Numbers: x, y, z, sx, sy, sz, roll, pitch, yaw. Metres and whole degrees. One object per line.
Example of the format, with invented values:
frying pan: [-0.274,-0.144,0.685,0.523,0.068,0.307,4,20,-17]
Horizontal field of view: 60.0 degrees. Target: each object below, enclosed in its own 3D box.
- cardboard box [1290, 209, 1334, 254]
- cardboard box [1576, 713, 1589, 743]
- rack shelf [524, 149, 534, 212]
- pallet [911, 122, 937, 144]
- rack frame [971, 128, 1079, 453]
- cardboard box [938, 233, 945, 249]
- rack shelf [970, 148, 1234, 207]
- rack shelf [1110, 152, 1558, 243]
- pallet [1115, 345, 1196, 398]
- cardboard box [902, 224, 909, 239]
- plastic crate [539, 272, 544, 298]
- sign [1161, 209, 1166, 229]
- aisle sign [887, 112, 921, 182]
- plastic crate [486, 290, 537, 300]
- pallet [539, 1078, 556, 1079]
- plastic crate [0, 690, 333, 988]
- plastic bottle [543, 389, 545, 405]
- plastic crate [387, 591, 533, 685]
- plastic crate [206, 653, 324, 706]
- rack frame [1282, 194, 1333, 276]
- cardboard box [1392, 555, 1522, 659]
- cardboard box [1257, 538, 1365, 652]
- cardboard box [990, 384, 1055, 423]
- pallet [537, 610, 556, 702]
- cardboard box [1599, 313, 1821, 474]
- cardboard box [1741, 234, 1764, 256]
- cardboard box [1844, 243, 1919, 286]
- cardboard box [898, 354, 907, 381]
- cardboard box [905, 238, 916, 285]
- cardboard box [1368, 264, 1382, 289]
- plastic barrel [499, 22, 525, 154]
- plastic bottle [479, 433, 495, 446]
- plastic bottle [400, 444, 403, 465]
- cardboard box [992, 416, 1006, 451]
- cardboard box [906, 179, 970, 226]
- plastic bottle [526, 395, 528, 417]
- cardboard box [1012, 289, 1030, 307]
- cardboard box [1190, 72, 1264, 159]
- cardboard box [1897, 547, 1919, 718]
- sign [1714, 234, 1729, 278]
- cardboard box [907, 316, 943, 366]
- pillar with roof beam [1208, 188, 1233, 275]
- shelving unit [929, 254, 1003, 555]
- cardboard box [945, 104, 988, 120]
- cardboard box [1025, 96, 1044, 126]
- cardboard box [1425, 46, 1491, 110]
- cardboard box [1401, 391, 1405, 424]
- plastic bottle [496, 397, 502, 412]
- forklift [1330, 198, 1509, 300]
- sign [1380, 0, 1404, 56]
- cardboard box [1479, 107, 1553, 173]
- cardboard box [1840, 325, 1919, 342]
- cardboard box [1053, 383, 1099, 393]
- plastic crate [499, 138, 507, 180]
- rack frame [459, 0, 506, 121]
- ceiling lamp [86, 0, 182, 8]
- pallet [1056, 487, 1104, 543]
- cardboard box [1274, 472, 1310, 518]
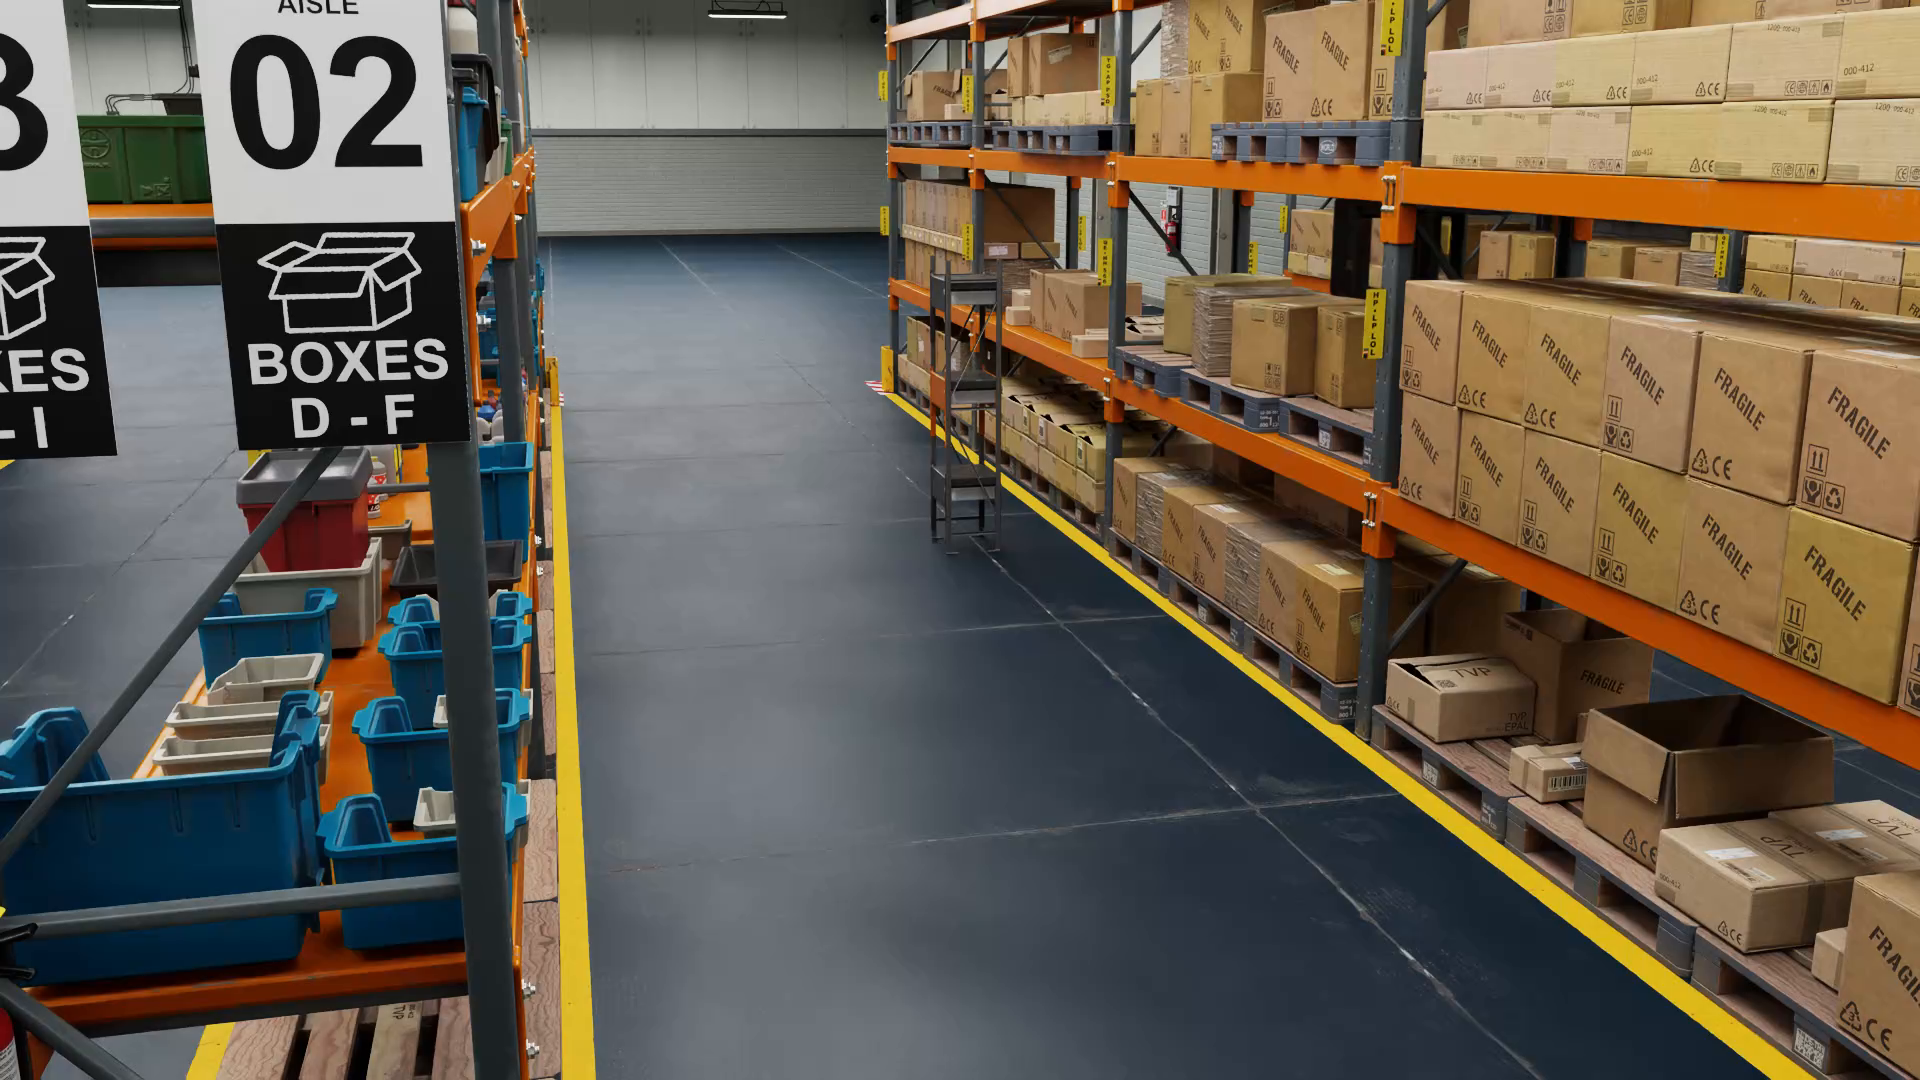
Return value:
cardboard box: [4.306,-3.706,19.969,0.500,0.500,0.500,-3,14,-13]
cardboard box: [3.046,0.884,7.569,0.380,0.149,0.250,-3,14,-13]
rack shelf: [-3.735,-2.703,12.365,1.077,0.370,4.000,-3,14,-13]
pallet: [0.103,-4.222,17.255,1.003,0.211,1.213,-3,14,-13]
rack frame: [0.611,-2.332,15.651,1.000,3.000,0.127,-3,14,-13]
cardboard box: [-0.023,-3.100,17.219,0.380,0.149,0.250,-3,14,-11]
rack shelf: [1.081,-2.978,13.492,1.077,0.370,4.000,-3,14,-13]
rack shelf: [2.020,-2.055,9.715,1.077,0.370,4.000,-3,14,-13]
pallet: [1.778,-1.163,11.272,1.213,0.211,1.003,-3,14,-13]
cardboard box: [-0.445,-3.516,18.919,0.380,0.149,0.250,-3,14,-14]
plastic crate: [-4.589,-2.658,17.300,0.499,0.251,0.408,-3,14,-13]
sign: [3.509,-5.525,28.647,0.001,0.329,0.234,-3,14,-13]
aisle sign: [-0.641,-4.515,19.111,0.394,0.787,0.004,-3,14,-13]
plastic crate: [-3.643,-1.812,13.555,0.392,0.384,0.575,-3,14,-13]
pallet: [-1.542,1.874,4.312,1.003,0.211,1.213,-3,14,-13]
plastic crate: [-1.646,0.599,3.455,0.616,0.435,0.499,-3,14,-13]
plastic bottle: [-4.241,-1.448,16.831,0.061,0.283,0.133,-3,14,-12]
plastic crate: [-1.504,0.316,5.041,0.416,0.233,0.300,-3,14,-13]
plastic crate: [-1.984,0.435,4.756,0.298,0.136,0.250,-3,14,-13]
rack frame: [4.486,-3.531,20.562,1.000,3.000,0.127,-3,14,-13]
cardboard box: [2.613,0.389,8.854,0.500,0.500,0.500,-4,14,-16]
cardboard box: [1.988,0.302,9.210,0.500,0.500,0.500,-3,14,-13]
cardboard box: [0.579,-1.247,14.940,0.500,0.311,0.500,-3,14,-14]
pallet: [-2.756,0.681,9.193,1.003,0.211,1.213,-3,14,-13]
cardboard box: [2.691,-0.539,5.997,0.500,0.500,0.500,-3,14,-11]
cardboard box: [6.255,-2.341,13.185,0.380,0.149,0.250,-5,15,-21]
cardboard box: [6.469,-1.895,11.403,0.500,0.250,0.500,-3,14,-13]
cardboard box: [-0.419,-1.987,19.147,0.500,0.250,0.500,-3,14,-13]
cardboard box: [-0.231,-3.195,18.972,0.700,0.500,0.500,-3,14,-13]
cardboard box: [4.777,-2.868,18.122,0.500,0.250,0.500,-3,14,-13]
plastic barrel: [-3.247,-3.036,11.157,0.600,0.901,0.600,0,14,0]
plastic bottle: [-2.103,-0.296,7.421,0.144,0.351,0.185,-3,14,-13]
plastic bottle: [-2.906,-0.518,8.497,0.097,0.271,0.097,0,14,0]
cardboard box: [0.584,-0.975,15.007,0.500,0.250,0.500,-3,14,-12]
cardboard box: [-0.219,-3.813,18.768,0.700,0.500,0.500,-3,14,-13]
plastic bottle: [-2.623,-0.819,9.879,0.097,0.201,0.097,0,14,0]
cardboard box: [0.769,-2.148,15.214,0.500,0.250,0.500,-2,14,-10]
cardboard box: [1.928,-2.578,10.129,0.910,0.500,0.500,-3,14,-13]
cardboard box: [3.060,0.300,4.669,0.500,0.500,0.500,-3,14,-11]
sign: [5.840,-2.177,12.747,0.100,0.325,0.005,-3,14,-13]
cardboard box: [-0.299,-2.236,18.586,0.500,0.500,0.500,-3,14,-13]
pillar with roof beam: [-0.102,-7.477,24.069,9.100,9.000,0.400,-3,14,-13]
shelving unit: [0.039,-0.982,12.022,0.431,2.100,0.503,-3,14,-13]
cardboard box: [0.062,-4.202,16.335,0.380,0.149,0.250,-3,14,-13]
cardboard box: [0.878,-3.651,14.161,0.500,0.250,0.500,-5,15,-19]
cardboard box: [2.363,-1.987,7.183,0.500,0.250,0.500,-3,14,-13]
cardboard box: [2.596,-0.860,8.533,0.700,0.500,0.500,-9,16,-32]
plastic bottle: [-2.415,-0.664,8.929,0.144,0.351,0.185,-3,14,-13]
forklift: [3.778,-1.806,13.643,1.130,2.935,3.031,-5,15,-21]
sign: [1.951,-2.354,7.503,0.100,0.325,0.005,-3,14,-13]
cardboard box: [2.477,-1.629,6.770,0.500,0.250,0.500,-3,14,-13]
cardboard box: [3.339,-0.451,5.634,0.500,0.500,0.500,-3,14,-12]
cardboard box: [1.113,-1.275,15.054,0.500,0.311,0.500,-3,14,-12]
plastic crate: [-1.657,-1.268,5.531,0.293,0.136,0.466,-3,14,-13]
rack frame: [-2.326,-3.125,6.258,1.000,3.000,0.127,-3,14,-13]
ceiling lamp: [-19.466,-14.118,38.955,2.000,3.185,0.800,-3,14,-13]
pallet: [1.395,-0.246,12.991,1.003,0.211,1.213,-3,14,-13]
cardboard box: [2.260,-0.321,10.182,0.500,0.250,0.500,-4,14,-14]
